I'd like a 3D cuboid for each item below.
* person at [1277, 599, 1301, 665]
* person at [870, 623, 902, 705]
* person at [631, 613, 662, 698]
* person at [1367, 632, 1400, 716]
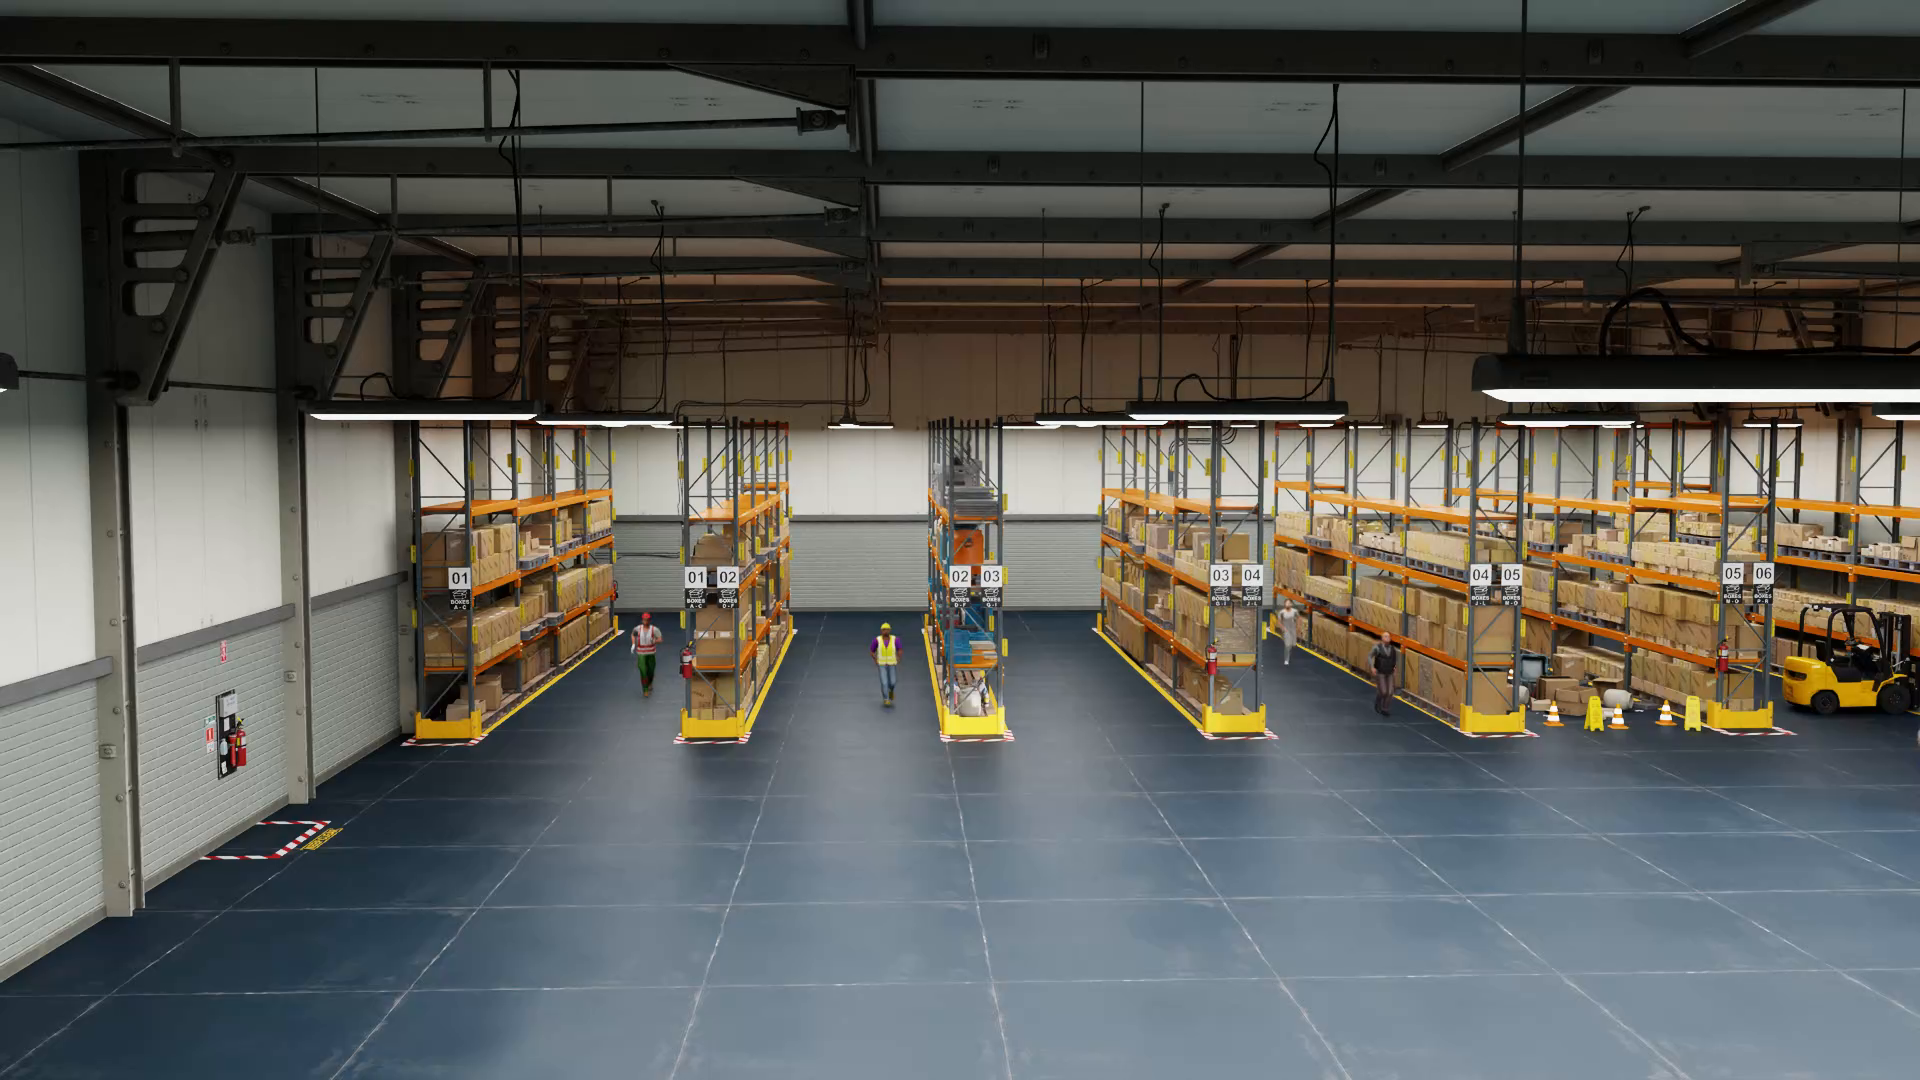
[{"bbox_3d":[8.095,2.249,40.911,0.584,1.631,0.632,0,4,3],"label":"person"},{"bbox_3d":[-1.535,2.592,34.752,0.679,1.721,0.576,0,4,-6],"label":"person"},{"bbox_3d":[-6.753,2.453,35.855,0.663,1.777,1.004,-1,4,-11],"label":"person"},{"bbox_3d":[8.551,2.697,33.477,0.666,1.685,0.515,0,4,-4],"label":"person"}]
